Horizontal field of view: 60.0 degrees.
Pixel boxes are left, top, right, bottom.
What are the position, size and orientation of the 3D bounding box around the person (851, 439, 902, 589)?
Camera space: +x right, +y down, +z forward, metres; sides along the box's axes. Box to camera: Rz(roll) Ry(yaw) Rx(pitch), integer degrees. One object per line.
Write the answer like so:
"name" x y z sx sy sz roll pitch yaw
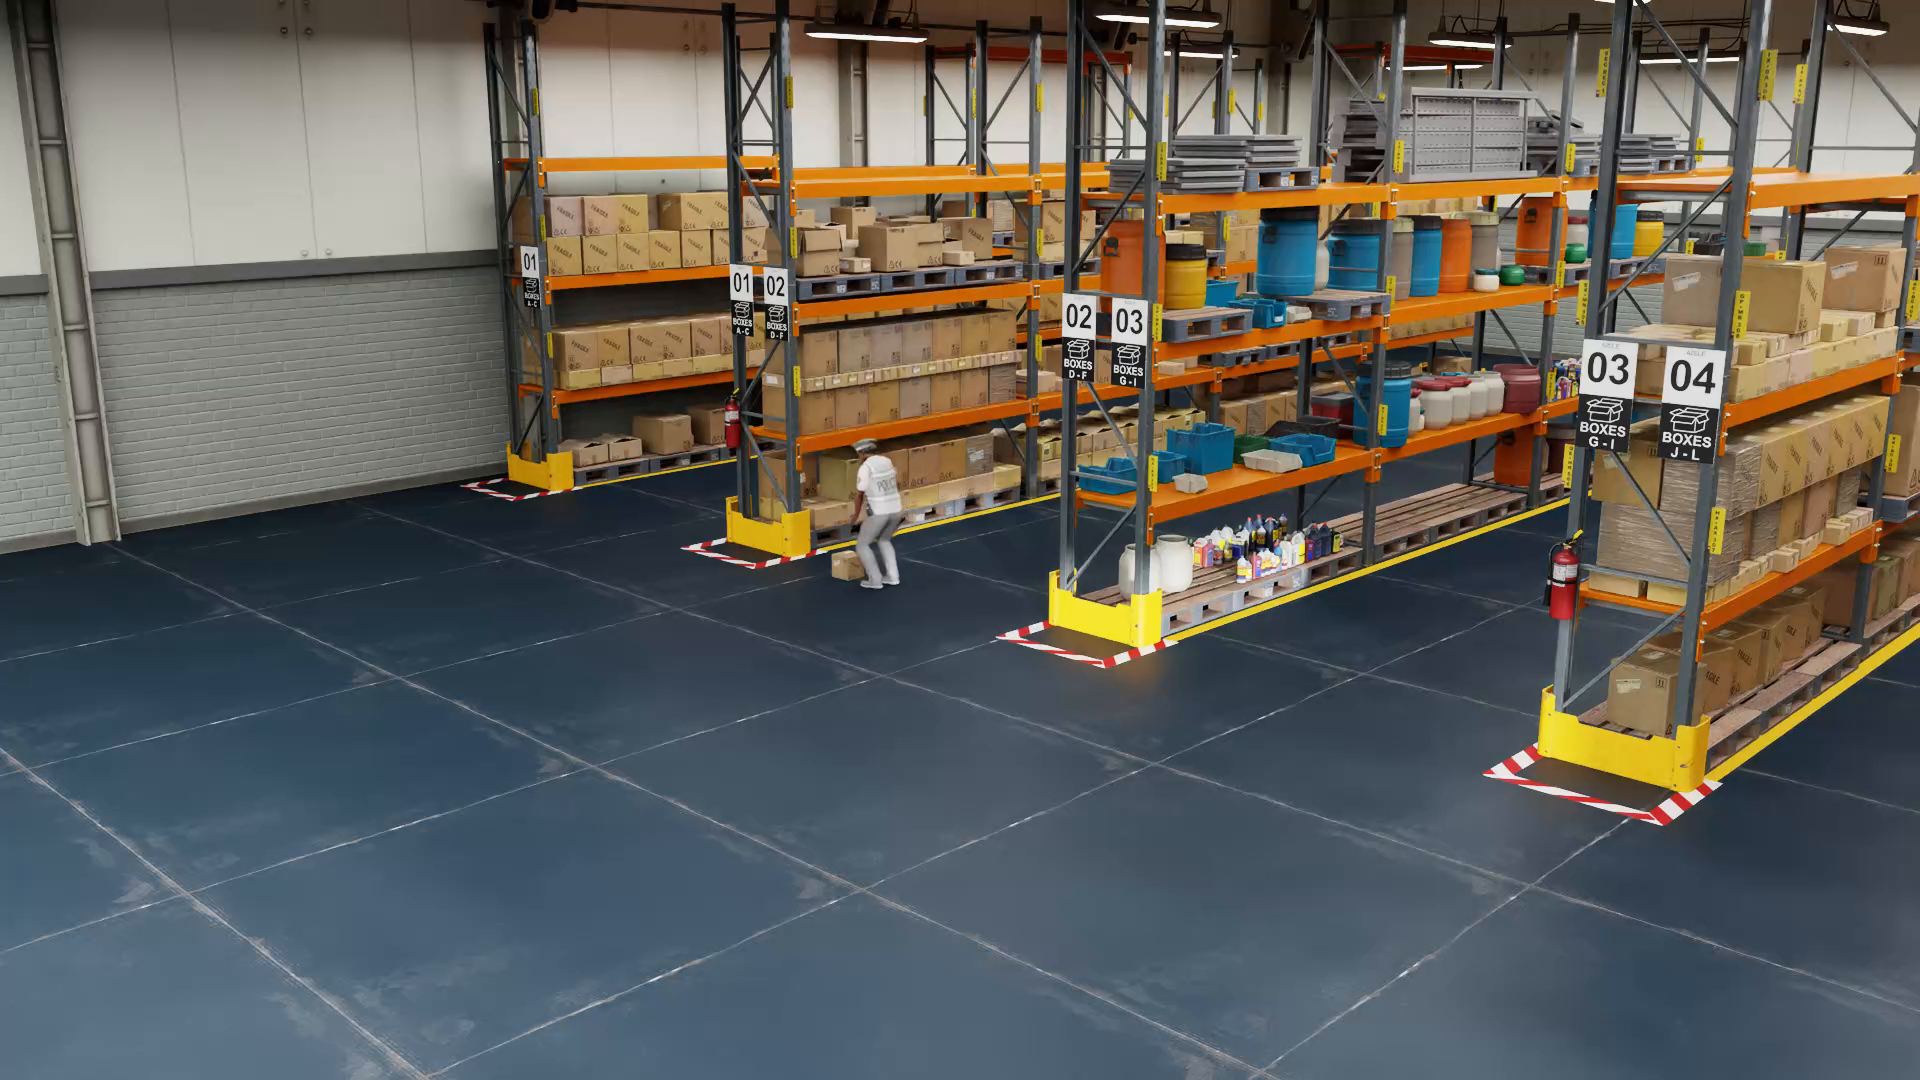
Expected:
"person" -0.889 -0.275 17.352 0.476 1.563 0.541 -13 19 -43
